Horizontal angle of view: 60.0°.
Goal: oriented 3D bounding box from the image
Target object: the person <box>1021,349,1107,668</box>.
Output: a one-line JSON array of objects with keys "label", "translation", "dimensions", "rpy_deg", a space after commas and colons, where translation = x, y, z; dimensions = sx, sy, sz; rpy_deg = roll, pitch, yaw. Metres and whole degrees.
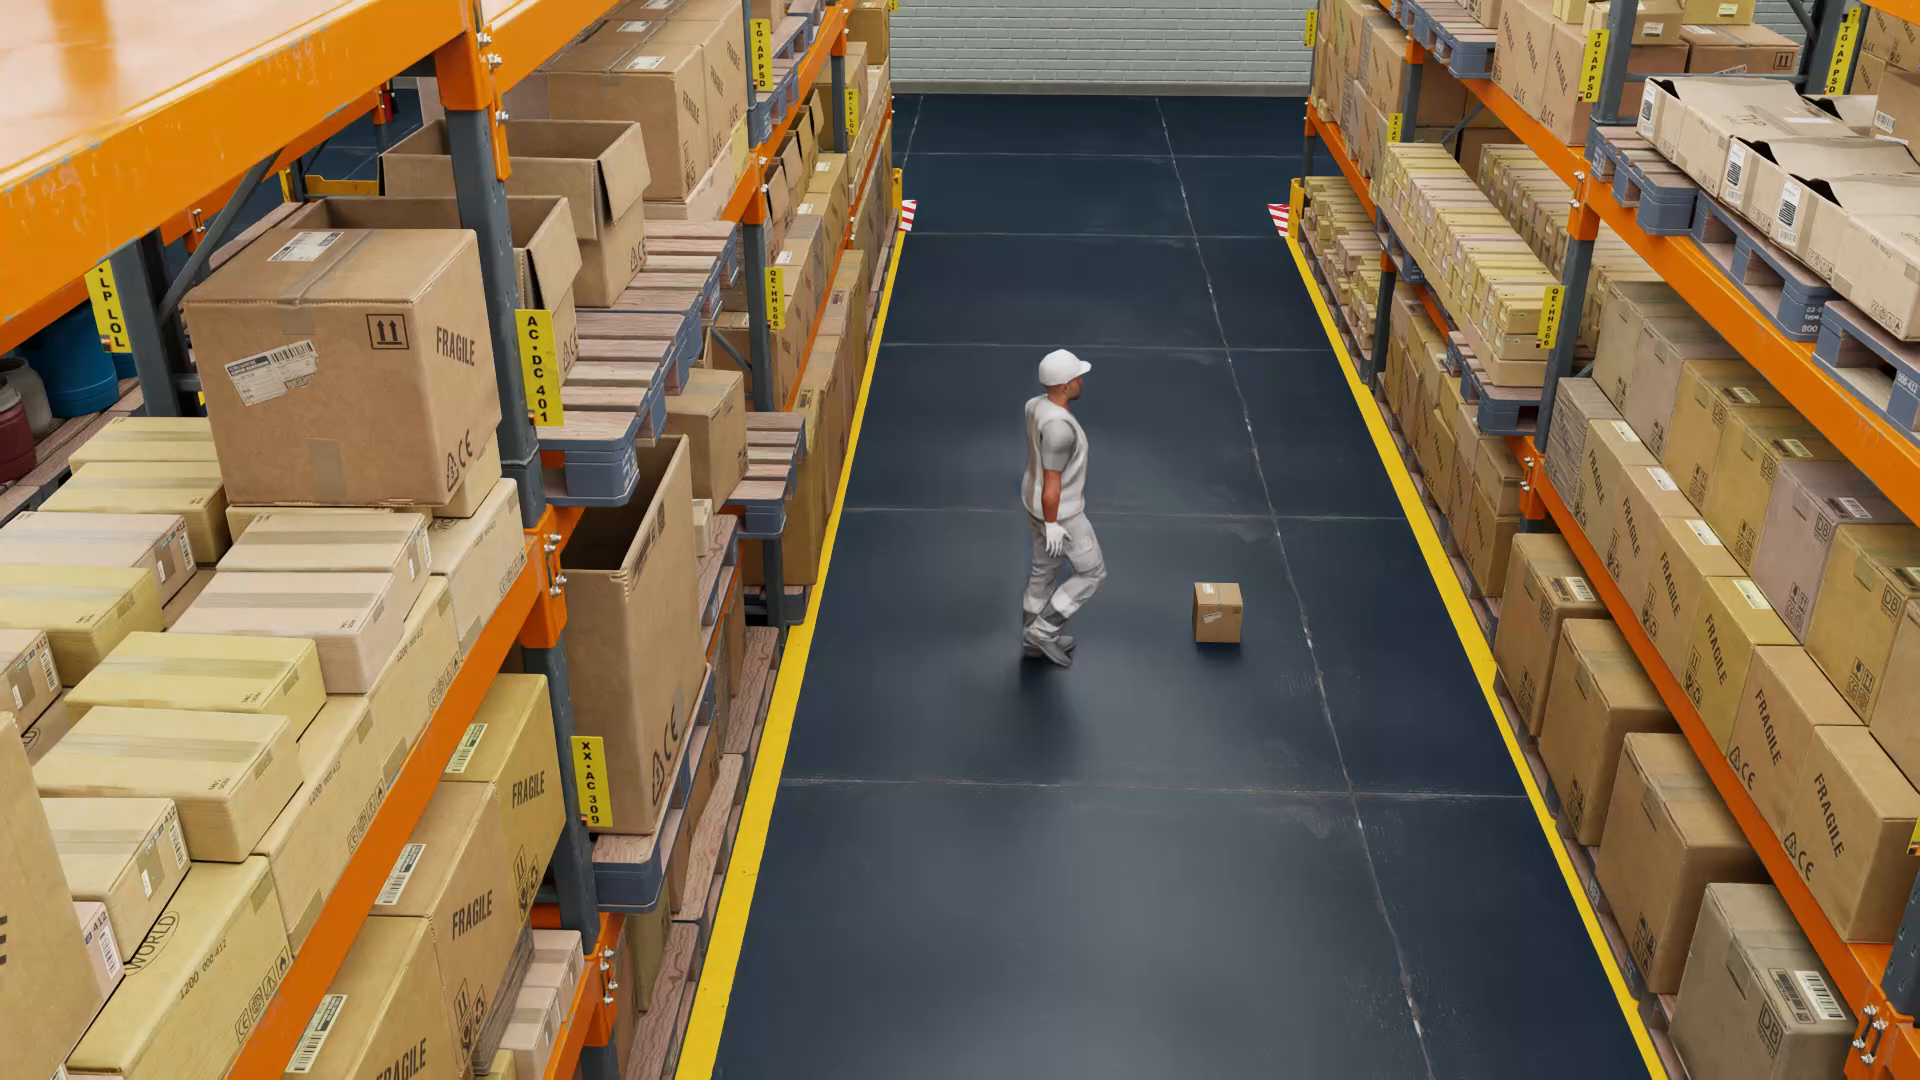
[{"label": "person", "translation": [0.533, -0.168, 8.891], "dimensions": [0.450, 1.788, 0.570], "rpy_deg": [-6, 28, -12]}]
